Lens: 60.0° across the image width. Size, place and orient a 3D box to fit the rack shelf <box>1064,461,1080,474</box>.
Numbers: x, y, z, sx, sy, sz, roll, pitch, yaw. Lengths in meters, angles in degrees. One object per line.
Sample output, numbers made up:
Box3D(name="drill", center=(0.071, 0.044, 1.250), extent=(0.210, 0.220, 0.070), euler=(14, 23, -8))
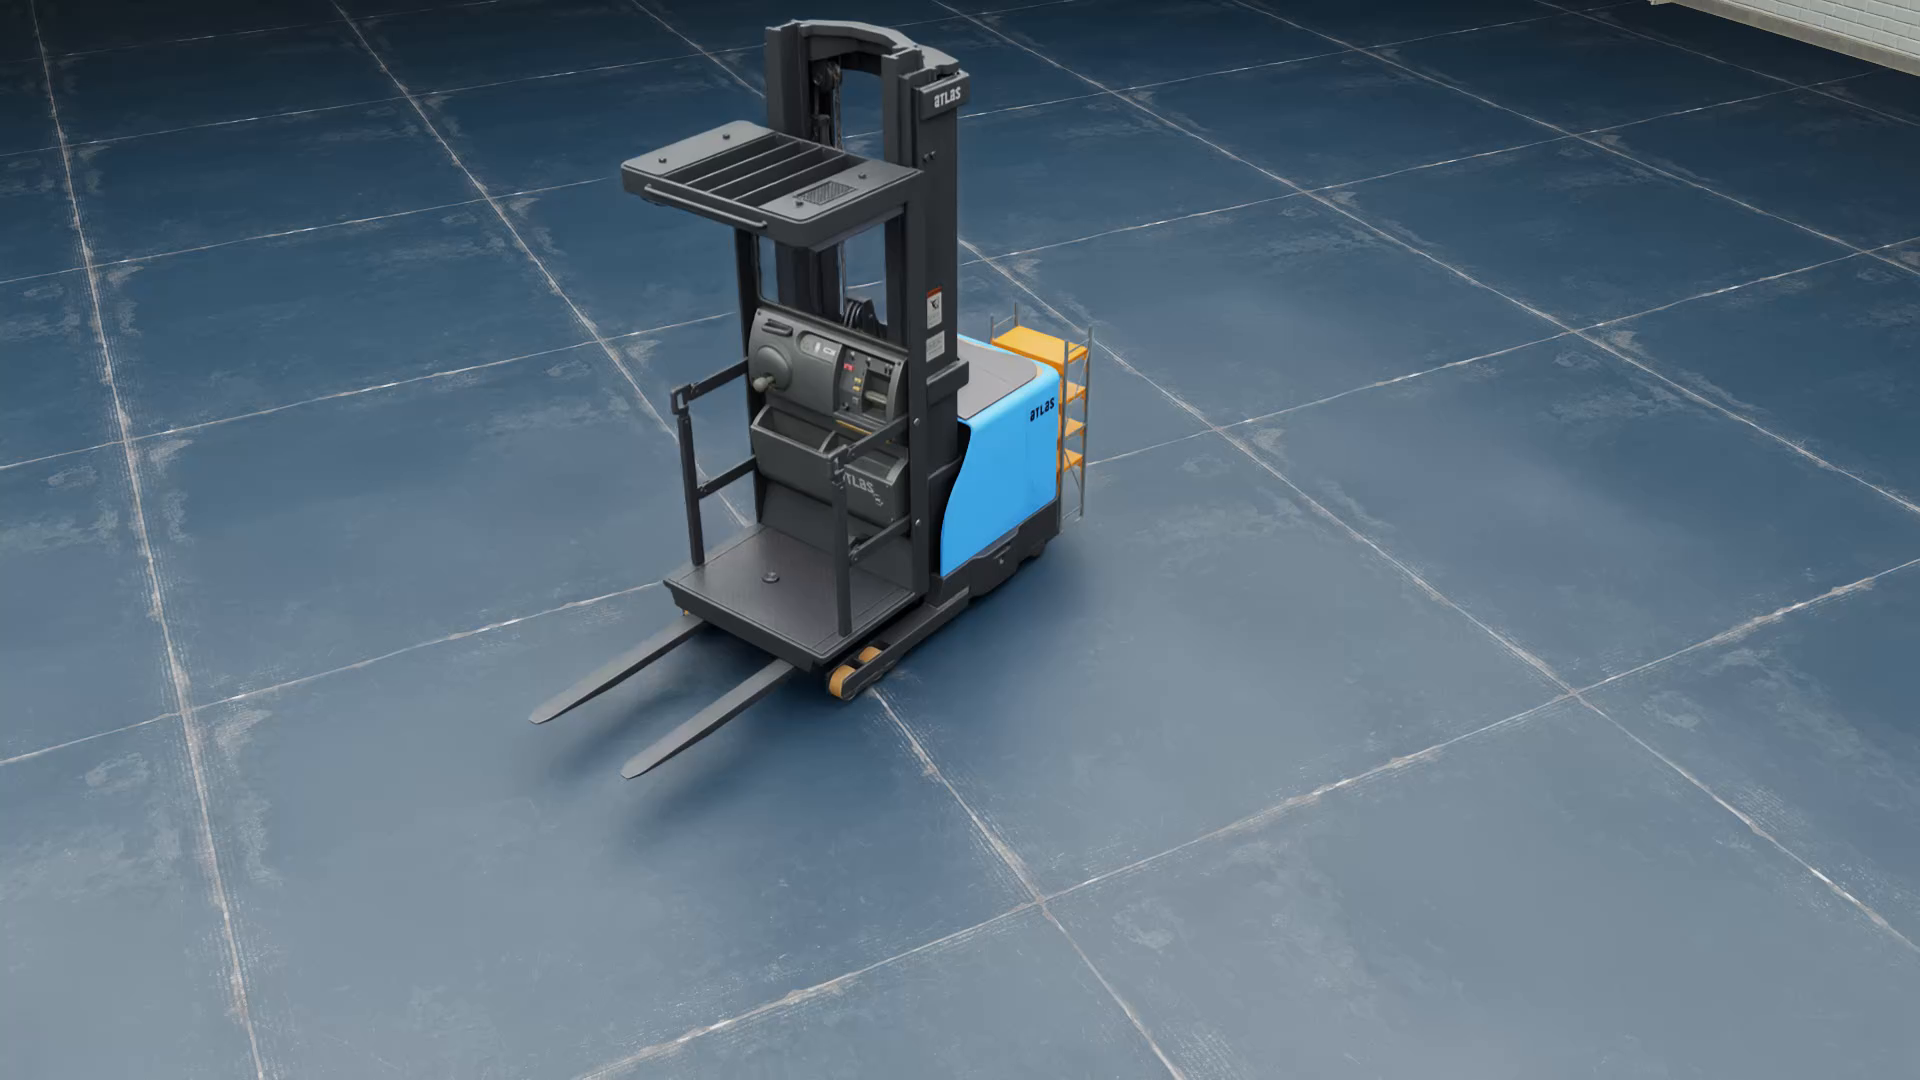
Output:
Box3D(name="rack shelf", center=(0.431, -0.466, 9.304), extent=(0.442, 0.029, 0.199), euler=(23, 39, 31))

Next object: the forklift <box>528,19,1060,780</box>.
Box3D(name="forklift", center=(-0.769, -0.762, 7.722), extent=(1.130, 2.935, 3.031), euler=(23, 39, 31))

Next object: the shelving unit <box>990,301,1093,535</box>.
Box3D(name="shelving unit", center=(0.431, -0.666, 9.176), extent=(0.503, 1.200, 0.258), euler=(23, 39, 31))

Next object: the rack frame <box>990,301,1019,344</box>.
Box3D(name="rack frame", center=(0.239, -0.747, 9.303), extent=(0.015, 1.200, 0.240), euler=(23, 39, 31))

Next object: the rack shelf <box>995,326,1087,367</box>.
Box3D(name="rack shelf", center=(0.431, -1.029, 8.944), extent=(0.457, 0.050, 0.221), euler=(23, 39, 31))

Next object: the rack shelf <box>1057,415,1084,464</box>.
Box3D(name="rack shelf", center=(0.431, -0.609, 9.213), extent=(0.480, 0.148, 0.258), euler=(23, 39, 31))

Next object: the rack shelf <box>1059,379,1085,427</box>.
Box3D(name="rack shelf", center=(0.431, -0.797, 9.092), extent=(0.480, 0.148, 0.258), euler=(23, 39, 31))

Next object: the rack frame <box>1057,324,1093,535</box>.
Box3D(name="rack frame", center=(0.623, -0.584, 9.050), extent=(0.015, 1.200, 0.240), euler=(23, 39, 31))
